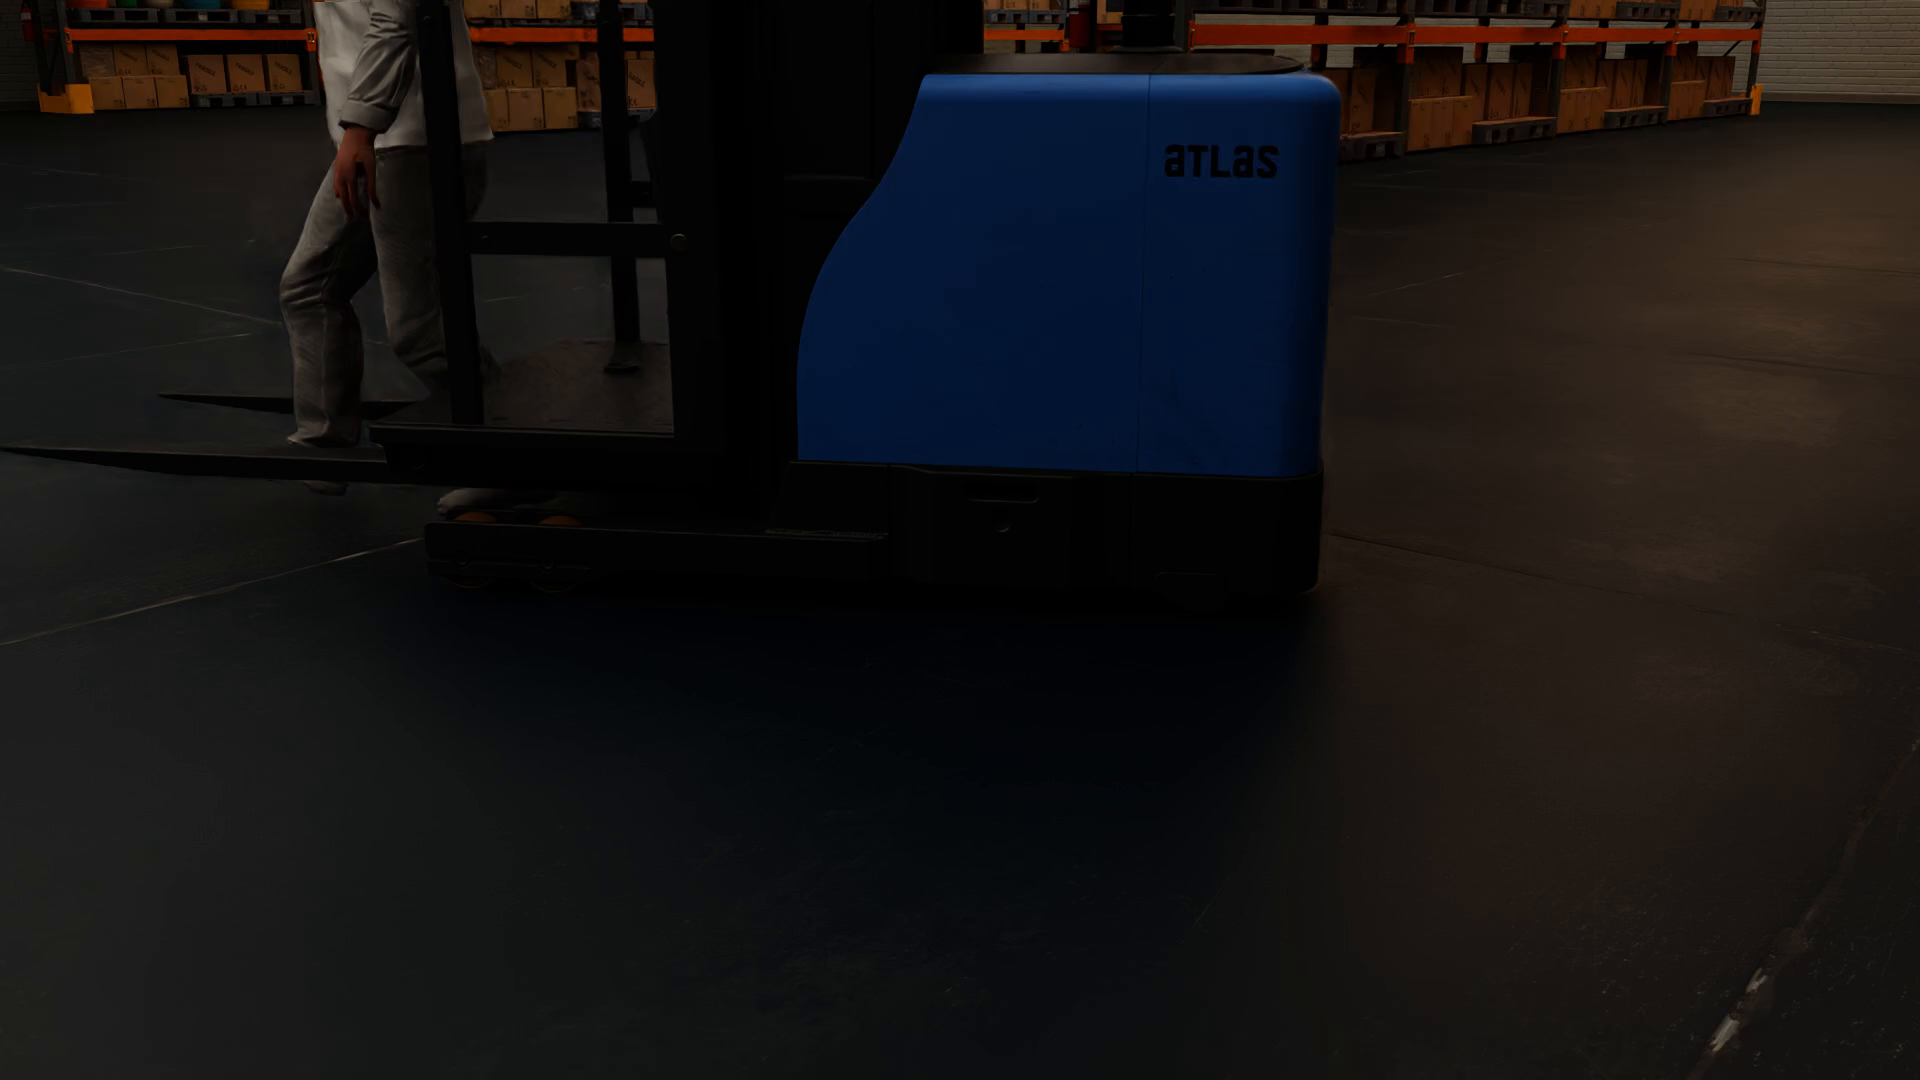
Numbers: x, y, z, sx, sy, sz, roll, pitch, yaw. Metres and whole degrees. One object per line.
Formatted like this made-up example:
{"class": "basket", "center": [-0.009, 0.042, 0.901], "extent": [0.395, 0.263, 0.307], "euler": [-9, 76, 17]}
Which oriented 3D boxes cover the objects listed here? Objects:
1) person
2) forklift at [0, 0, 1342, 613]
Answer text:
{"class": "person", "center": [-1.394, -0.920, 3.872], "extent": [0.746, 1.730, 0.740], "euler": [-8, 19, -25]}
{"class": "forklift", "center": [-0.701, -1.435, 3.623], "extent": [3.031, 2.935, 1.130], "euler": [3, 17, 8]}
